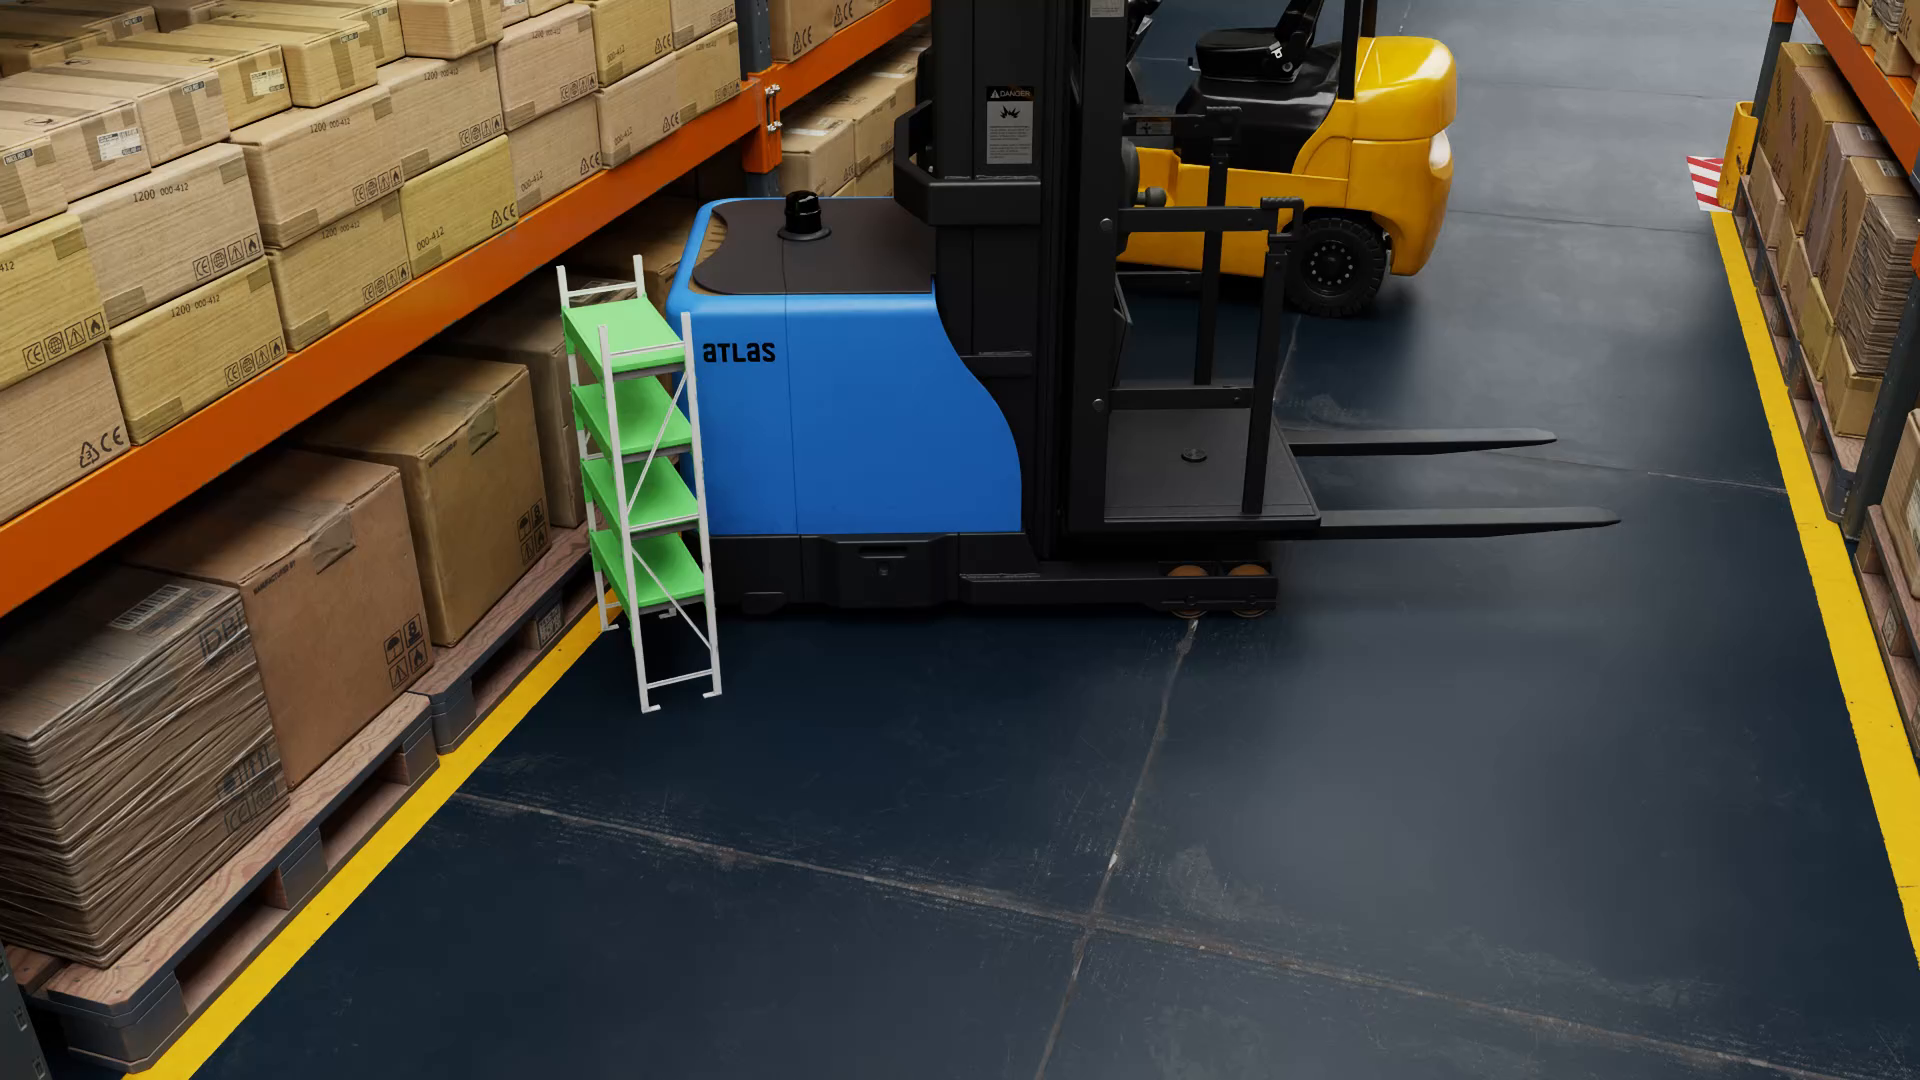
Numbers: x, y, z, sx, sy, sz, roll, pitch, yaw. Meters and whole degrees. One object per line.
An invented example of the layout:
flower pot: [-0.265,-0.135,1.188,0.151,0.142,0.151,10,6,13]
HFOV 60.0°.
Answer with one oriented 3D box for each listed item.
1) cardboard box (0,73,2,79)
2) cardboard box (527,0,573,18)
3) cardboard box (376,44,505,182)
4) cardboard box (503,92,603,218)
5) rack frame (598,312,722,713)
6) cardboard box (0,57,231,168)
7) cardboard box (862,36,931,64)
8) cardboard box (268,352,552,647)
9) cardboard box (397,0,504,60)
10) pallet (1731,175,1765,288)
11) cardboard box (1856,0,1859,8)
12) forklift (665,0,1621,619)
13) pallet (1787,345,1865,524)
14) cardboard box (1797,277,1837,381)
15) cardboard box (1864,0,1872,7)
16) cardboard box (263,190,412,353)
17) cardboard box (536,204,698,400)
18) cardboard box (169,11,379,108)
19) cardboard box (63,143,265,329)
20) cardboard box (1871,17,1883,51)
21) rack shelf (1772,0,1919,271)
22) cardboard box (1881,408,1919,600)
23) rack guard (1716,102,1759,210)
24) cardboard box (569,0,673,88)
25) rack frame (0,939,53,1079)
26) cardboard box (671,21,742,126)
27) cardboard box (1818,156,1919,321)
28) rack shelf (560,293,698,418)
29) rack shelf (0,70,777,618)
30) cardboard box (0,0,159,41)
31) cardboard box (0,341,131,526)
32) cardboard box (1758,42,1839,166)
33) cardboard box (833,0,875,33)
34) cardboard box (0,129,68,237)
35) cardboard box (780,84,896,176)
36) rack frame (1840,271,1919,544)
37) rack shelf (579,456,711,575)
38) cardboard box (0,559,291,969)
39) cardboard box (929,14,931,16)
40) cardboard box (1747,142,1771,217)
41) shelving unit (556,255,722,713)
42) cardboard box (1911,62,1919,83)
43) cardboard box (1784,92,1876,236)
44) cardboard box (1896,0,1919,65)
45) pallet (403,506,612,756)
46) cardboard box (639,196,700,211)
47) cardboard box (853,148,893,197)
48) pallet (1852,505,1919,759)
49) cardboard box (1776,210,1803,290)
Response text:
cardboard box: [-2.358,-0.990,3.674,0.380,0.149,0.250,8,30,14]
cardboard box: [-1.352,-1.622,4.811,0.380,0.149,0.250,8,30,14]
cardboard box: [-1.562,-1.148,4.368,0.500,0.250,0.500,9,30,16]
cardboard box: [-1.411,-1.171,4.923,0.500,0.250,0.500,9,30,15]
rack frame: [-0.818,-0.046,4.599,0.240,1.200,0.015,-12,31,-21]
cardboard box: [-1.802,-0.913,3.536,0.380,0.149,0.250,9,30,15]
cardboard box: [-0.298,-2.279,8.130,0.500,0.250,0.500,8,30,14]
cardboard box: [-1.792,-0.161,4.964,0.875,0.625,0.625,7,30,13]
cardboard box: [-1.435,-1.373,4.362,0.380,0.149,0.250,8,30,14]
pallet: [4.430,-1.494,8.219,1.003,0.211,1.213,8,30,15]
cardboard box: [4.028,-2.284,7.028,0.380,0.149,0.250,10,30,17]
forklift: [0.627,-1.289,5.053,3.031,2.935,1.130,-1,29,-1]
pallet: [3.713,-0.360,6.181,1.003,0.211,1.213,8,30,15]
cardboard box: [3.613,-0.806,6.509,0.500,0.250,0.500,8,30,14]
cardboard box: [3.881,-2.398,6.567,0.500,0.500,0.500,8,30,14]
cardboard box: [-1.709,-0.689,4.057,0.500,0.250,0.500,8,30,13]
cardboard box: [-1.339,-0.870,6.239,0.875,0.625,0.625,10,31,17]
cardboard box: [-1.626,-1.144,3.951,0.380,0.149,0.250,9,30,16]
cardboard box: [-1.858,-0.666,3.502,0.500,0.250,0.500,9,30,16]
cardboard box: [3.752,-1.932,6.396,0.380,0.149,0.250,8,30,14]
rack shelf: [4.137,-1.877,6.778,1.077,0.370,4.000,8,30,15]
cardboard box: [3.398,-0.053,5.031,0.950,0.372,0.625,9,30,16]
rack guard: [4.702,-1.993,8.819,1.175,0.500,0.348,8,30,15]
cardboard box: [-1.240,-1.617,5.210,0.500,0.250,0.500,8,30,14]
rack frame: [-2.367,-0.109,2.860,0.949,2.616,0.053,8,30,15]
cardboard box: [-1.094,-1.631,5.751,0.500,0.250,0.500,9,30,16]
cardboard box: [3.615,-1.121,6.305,0.500,0.500,0.500,9,30,16]
rack shelf: [-0.918,-0.518,4.591,0.258,0.148,0.480,-12,31,-21]
rack shelf: [-1.783,-0.725,4.707,1.077,0.370,4.000,8,30,15]
cardboard box: [-2.214,-1.228,4.102,0.380,0.149,0.250,8,30,14]
cardboard box: [-2.006,-0.215,3.206,0.500,0.250,0.500,9,30,15]
cardboard box: [4.217,-2.084,8.035,0.500,0.500,0.500,7,30,13]
cardboard box: [-0.679,-2.426,6.922,0.500,0.500,0.500,9,30,16]
cardboard box: [-1.918,-0.667,3.093,0.380,0.149,0.250,9,30,16]
cardboard box: [-0.594,-1.804,7.274,0.500,0.250,0.500,9,30,15]
rack frame: [3.550,-1.262,4.933,1.000,3.000,0.127,8,30,15]
rack shelf: [-0.918,-0.099,4.824,0.258,0.148,0.480,-12,31,-21]
cardboard box: [-2.174,0.457,3.854,0.875,0.625,0.625,9,30,16]
cardboard box: [-0.003,-2.750,8.975,0.500,0.250,0.500,9,30,16]
cardboard box: [4.223,-1.767,8.238,0.500,0.250,0.500,8,30,14]
shelving unit: [-0.918,-0.154,4.793,0.258,1.200,0.503,-12,31,-21]
cardboard box: [3.657,-1.686,5.953,0.380,0.149,0.250,8,30,14]
cardboard box: [3.912,-1.608,7.181,0.500,0.500,0.500,9,30,16]
cardboard box: [3.587,-1.918,5.703,0.500,0.500,0.500,10,30,17]
pallet: [-1.731,0.167,5.233,1.003,0.211,1.213,8,30,15]
cardboard box: [-1.249,-1.424,7.107,0.500,0.250,0.500,8,30,14]
cardboard box: [-0.613,-1.584,7.394,0.500,0.250,0.500,8,30,15]
pallet: [3.323,0.319,4.960,1.003,0.211,1.213,8,30,15]
cardboard box: [3.918,-1.276,7.354,0.500,0.250,0.500,11,31,18]
